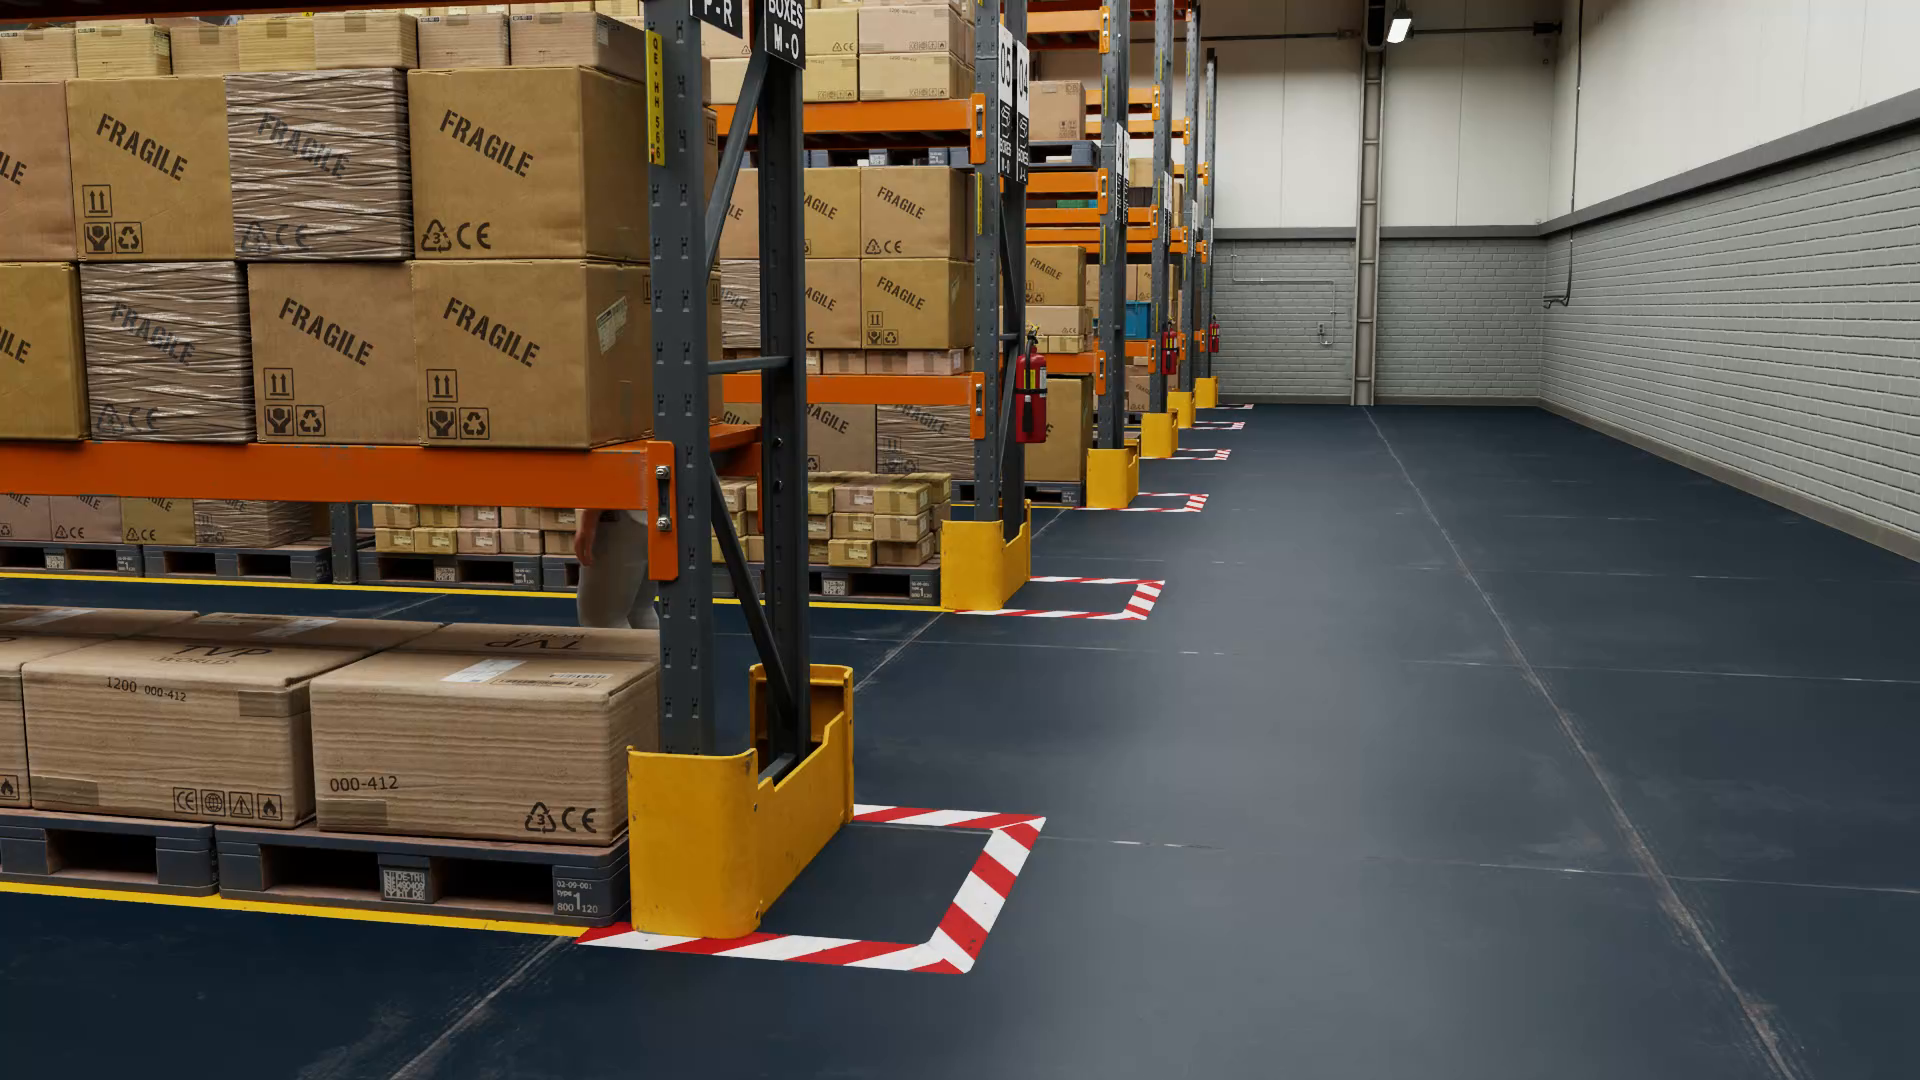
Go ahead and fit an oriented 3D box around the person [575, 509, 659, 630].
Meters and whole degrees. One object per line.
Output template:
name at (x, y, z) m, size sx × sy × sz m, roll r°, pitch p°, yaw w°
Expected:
person at (-1.295, -0.084, 6.399) m, size 0.434 × 1.745 × 0.595 m, roll 1°, pitch 8°, yaw 10°
